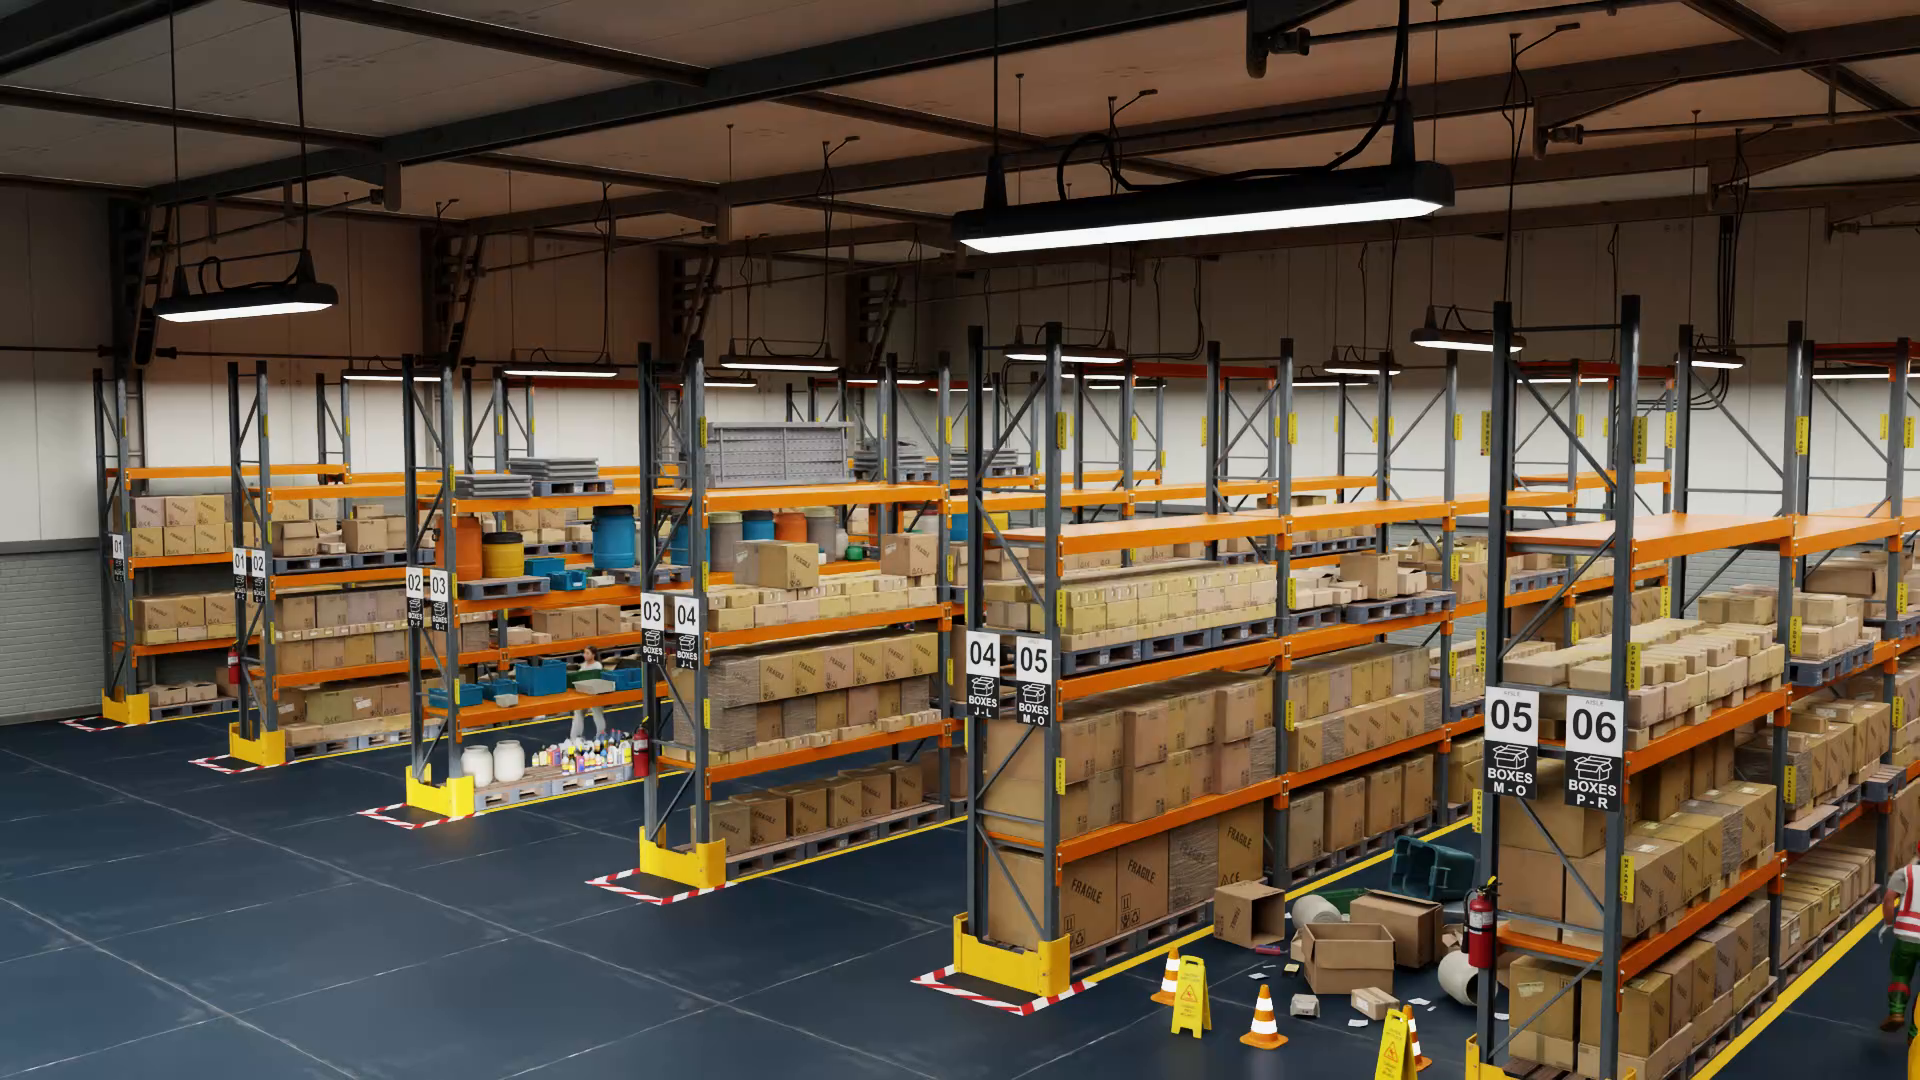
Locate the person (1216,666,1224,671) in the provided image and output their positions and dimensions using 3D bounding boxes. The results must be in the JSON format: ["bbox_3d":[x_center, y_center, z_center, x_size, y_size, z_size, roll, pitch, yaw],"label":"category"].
[{"bbox_3d":[3.652,2.520,23.880,0.887,1.734,0.582,-3,5,-35],"label":"person"}]

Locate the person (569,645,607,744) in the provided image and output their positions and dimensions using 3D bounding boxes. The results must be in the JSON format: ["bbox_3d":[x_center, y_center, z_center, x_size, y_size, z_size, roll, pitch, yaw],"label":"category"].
[{"bbox_3d":[-5.752,2.439,25.645,0.471,1.640,0.837,2,5,24],"label":"person"}]

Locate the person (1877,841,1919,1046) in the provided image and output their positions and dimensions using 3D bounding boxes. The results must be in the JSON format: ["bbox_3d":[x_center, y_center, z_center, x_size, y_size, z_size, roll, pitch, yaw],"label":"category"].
[{"bbox_3d":[7.992,3.317,13.830,0.629,1.676,0.789,4,6,43],"label":"person"}]
